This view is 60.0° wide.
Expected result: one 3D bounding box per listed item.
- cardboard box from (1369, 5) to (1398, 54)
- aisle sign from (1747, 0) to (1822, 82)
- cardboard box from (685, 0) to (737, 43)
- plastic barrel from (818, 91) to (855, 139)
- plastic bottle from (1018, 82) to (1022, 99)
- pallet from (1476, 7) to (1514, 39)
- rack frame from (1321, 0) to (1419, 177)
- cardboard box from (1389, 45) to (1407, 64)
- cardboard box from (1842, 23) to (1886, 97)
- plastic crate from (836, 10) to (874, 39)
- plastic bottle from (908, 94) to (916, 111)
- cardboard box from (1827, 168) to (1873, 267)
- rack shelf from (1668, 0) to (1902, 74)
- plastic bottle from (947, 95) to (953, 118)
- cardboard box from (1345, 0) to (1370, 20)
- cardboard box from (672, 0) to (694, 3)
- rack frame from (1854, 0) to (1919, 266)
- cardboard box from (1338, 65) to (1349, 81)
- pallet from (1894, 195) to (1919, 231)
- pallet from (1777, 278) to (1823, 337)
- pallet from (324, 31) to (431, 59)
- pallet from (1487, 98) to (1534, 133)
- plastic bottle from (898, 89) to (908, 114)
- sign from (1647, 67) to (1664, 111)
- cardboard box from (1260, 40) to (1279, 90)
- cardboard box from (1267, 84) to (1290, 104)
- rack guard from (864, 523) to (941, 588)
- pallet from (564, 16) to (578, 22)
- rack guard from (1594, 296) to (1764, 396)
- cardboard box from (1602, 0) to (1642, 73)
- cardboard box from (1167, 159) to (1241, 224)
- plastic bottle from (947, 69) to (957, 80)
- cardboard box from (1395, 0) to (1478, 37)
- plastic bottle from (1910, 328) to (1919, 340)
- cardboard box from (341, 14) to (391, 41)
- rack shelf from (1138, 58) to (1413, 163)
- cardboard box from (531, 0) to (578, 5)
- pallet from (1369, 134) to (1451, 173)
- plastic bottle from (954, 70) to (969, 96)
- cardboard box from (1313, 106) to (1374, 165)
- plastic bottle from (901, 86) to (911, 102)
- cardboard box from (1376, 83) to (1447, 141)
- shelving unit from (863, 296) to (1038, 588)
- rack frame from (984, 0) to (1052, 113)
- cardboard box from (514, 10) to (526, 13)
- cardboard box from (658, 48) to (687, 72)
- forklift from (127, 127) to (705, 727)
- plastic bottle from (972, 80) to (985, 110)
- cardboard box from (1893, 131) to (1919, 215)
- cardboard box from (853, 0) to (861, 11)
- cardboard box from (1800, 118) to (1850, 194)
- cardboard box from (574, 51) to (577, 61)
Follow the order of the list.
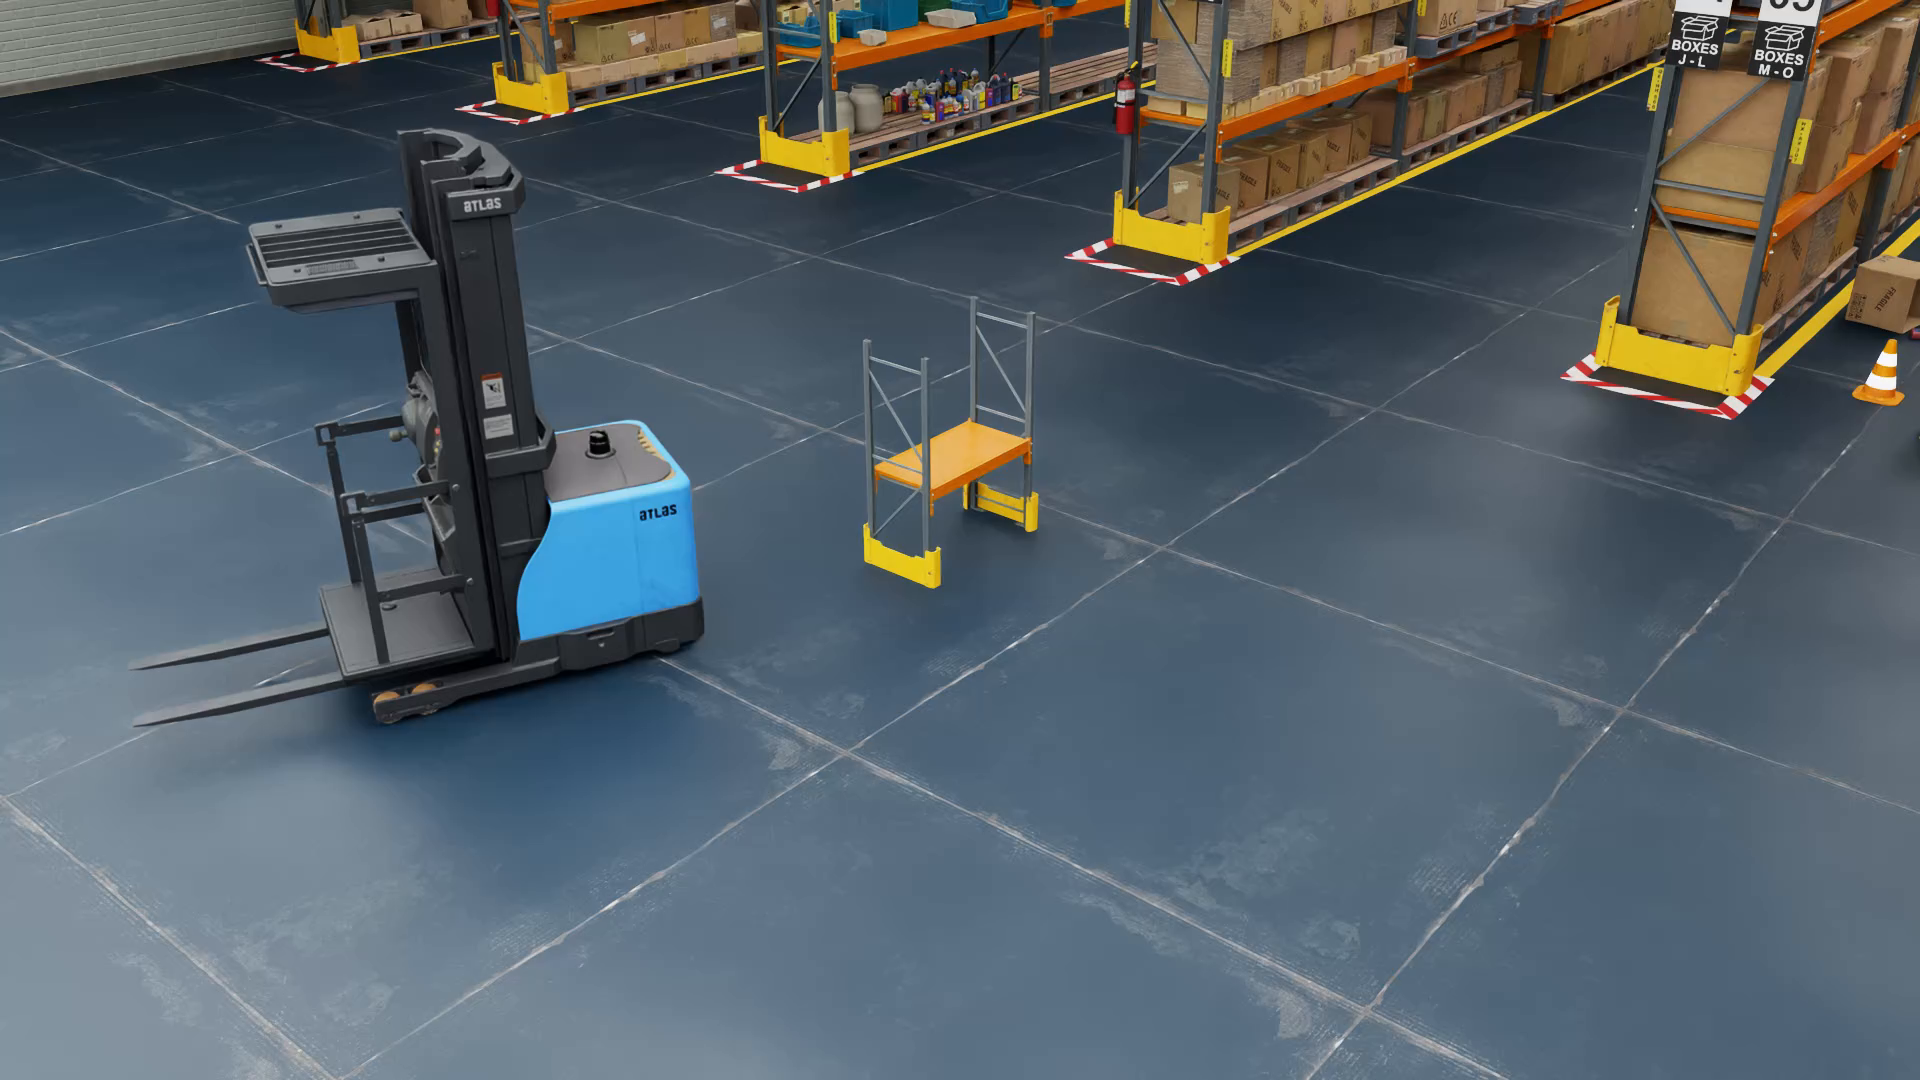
[{"bbox_3d":[4.227,-5.627,18.062,0.875,0.500,0.500,21,34,34],"label":"cardboard box"},{"bbox_3d":[5.966,-3.730,11.998,0.394,0.787,0.004,21,34,34],"label":"aisle sign"},{"bbox_3d":[-3.534,-7.385,23.611,0.500,0.500,0.500,21,34,34],"label":"cardboard box"},{"bbox_3d":[-1.446,-4.958,19.453,0.421,0.512,0.421,0,27,0],"label":"plastic barrel"},{"bbox_3d":[0.748,-5.772,21.342,0.097,0.201,0.097,0,27,0],"label":"plastic bottle"},{"bbox_3d":[5.877,-6.211,19.832,1.003,0.211,1.213,21,34,34],"label":"pallet"},{"bbox_3d":[4.561,-5.592,18.427,1.000,3.000,0.127,21,34,34],"label":"rack frame"},{"bbox_3d":[4.651,-5.318,18.171,0.380,0.149,0.250,21,34,34],"label":"cardboard box"},{"bbox_3d":[7.353,-4.152,14.304,0.875,0.550,0.550,21,34,34],"label":"cardboard box"},{"bbox_3d":[-1.301,-6.049,19.471,0.499,0.251,0.408,21,34,34],"label":"plastic crate"},{"bbox_3d":[-0.598,-5.454,20.726,0.097,0.201,0.097,0,27,0],"label":"plastic bottle"},{"bbox_3d":[7.870,-3.147,15.555,0.875,0.875,0.875,21,34,35],"label":"cardboard box"},{"bbox_3d":[7.051,-4.410,13.660,1.077,0.370,4.000,21,34,34],"label":"rack shelf"},{"bbox_3d":[-0.130,-5.314,20.379,0.097,0.271,0.097,0,27,0],"label":"plastic bottle"},{"bbox_3d":[3.851,-5.618,16.956,0.500,0.500,0.500,21,34,34],"label":"cardboard box"},{"bbox_3d":[-3.930,-7.534,23.901,0.500,0.500,0.500,21,34,34],"label":"cardboard box"},{"bbox_3d":[8.324,-4.106,15.555,1.000,3.000,0.127,21,34,34],"label":"rack frame"},{"bbox_3d":[3.817,-4.889,17.342,0.380,0.149,0.250,21,34,34],"label":"cardboard box"},{"bbox_3d":[9.532,-3.598,17.607,1.003,0.211,1.213,21,34,34],"label":"pallet"},{"bbox_3d":[7.004,-2.187,14.879,1.003,0.211,1.213,21,34,34],"label":"pallet"},{"bbox_3d":[-8.858,-7.583,25.310,1.003,0.211,1.213,21,34,34],"label":"pallet"},{"bbox_3d":[6.607,-5.495,21.274,1.003,0.211,1.213,21,34,34],"label":"pallet"},{"bbox_3d":[-0.712,-5.440,20.610,0.061,0.283,0.133,21,34,34],"label":"plastic bottle"},{"bbox_3d":[5.369,-3.471,12.809,0.100,0.325,0.005,21,34,34],"label":"sign"},{"bbox_3d":[2.613,-4.749,16.366,0.875,0.500,0.500,21,34,34],"label":"cardboard box"},{"bbox_3d":[3.033,-4.442,16.477,0.380,0.149,0.250,21,34,34],"label":"cardboard box"},{"bbox_3d":[-0.365,0.093,10.431,0.587,0.250,0.087,21,34,34],"label":"rack guard"},{"bbox_3d":[-6.412,-8.973,27.997,1.003,0.211,1.213,21,34,34],"label":"pallet"},{"bbox_3d":[5.764,-1.569,13.372,1.175,0.500,0.348,21,34,34],"label":"rack guard"},{"bbox_3d":[8.690,-7.121,23.238,1.225,0.875,0.875,19,33,33],"label":"cardboard box"},{"bbox_3d":[2.426,-3.466,16.581,0.500,0.500,0.500,-21,34,-35],"label":"cardboard box"},{"bbox_3d":[-0.095,-5.893,21.413,0.144,0.351,0.185,22,34,36],"label":"plastic bottle"},{"bbox_3d":[5.174,-6.286,18.658,1.000,1.000,1.000,21,34,35],"label":"cardboard box"},{"bbox_3d":[8.276,-1.747,14.192,0.283,0.061,0.133,9,29,17],"label":"plastic bottle"},{"bbox_3d":[-8.941,-7.737,25.020,0.500,0.311,0.500,17,32,29],"label":"cardboard box"},{"bbox_3d":[3.288,-4.563,17.221,1.077,0.370,4.000,21,34,34],"label":"rack shelf"},{"bbox_3d":[-5.319,-7.276,21.574,0.700,0.500,0.500,21,34,34],"label":"cardboard box"},{"bbox_3d":[5.055,-4.630,19.602,1.003,0.211,1.213,21,34,34],"label":"pallet"},{"bbox_3d":[0.016,-5.851,21.332,0.144,0.351,0.185,21,34,34],"label":"plastic bottle"},{"bbox_3d":[4.275,-4.538,18.653,0.500,0.500,0.500,20,33,33],"label":"cardboard box"},{"bbox_3d":[-0.706,-5.517,20.767,0.152,0.276,0.135,20,33,33],"label":"plastic bottle"},{"bbox_3d":[5.286,-5.052,19.625,0.700,0.500,0.500,21,34,34],"label":"cardboard box"},{"bbox_3d":[-0.048,-0.639,10.485,0.587,1.500,1.083,21,34,34],"label":"shelving unit"},{"bbox_3d":[0.739,-7.039,21.225,1.000,3.000,0.127,21,34,34],"label":"rack frame"},{"bbox_3d":[-7.223,-8.673,26.988,0.380,0.166,0.250,16,31,28],"label":"cardboard box"},{"bbox_3d":[-4.157,-6.692,23.088,0.500,0.250,0.500,21,34,34],"label":"cardboard box"},{"bbox_3d":[-3.042,-0.590,8.833,3.031,2.935,1.130,-13,30,-23],"label":"forklift"},{"bbox_3d":[0.224,-5.563,20.775,0.144,0.351,0.185,21,34,34],"label":"plastic bottle"},{"bbox_3d":[9.266,-3.881,17.111,1.050,0.750,0.750,21,34,34],"label":"cardboard box"},{"bbox_3d":[-1.649,-8.322,25.629,0.500,0.311,0.500,22,34,36],"label":"cardboard box"},{"bbox_3d":[6.766,-3.263,13.761,0.875,0.550,0.550,21,34,34],"label":"cardboard box"},{"bbox_3d":[-5.203,-6.493,22.703,0.500,0.250,0.500,21,34,34],"label":"cardboard box"}]
